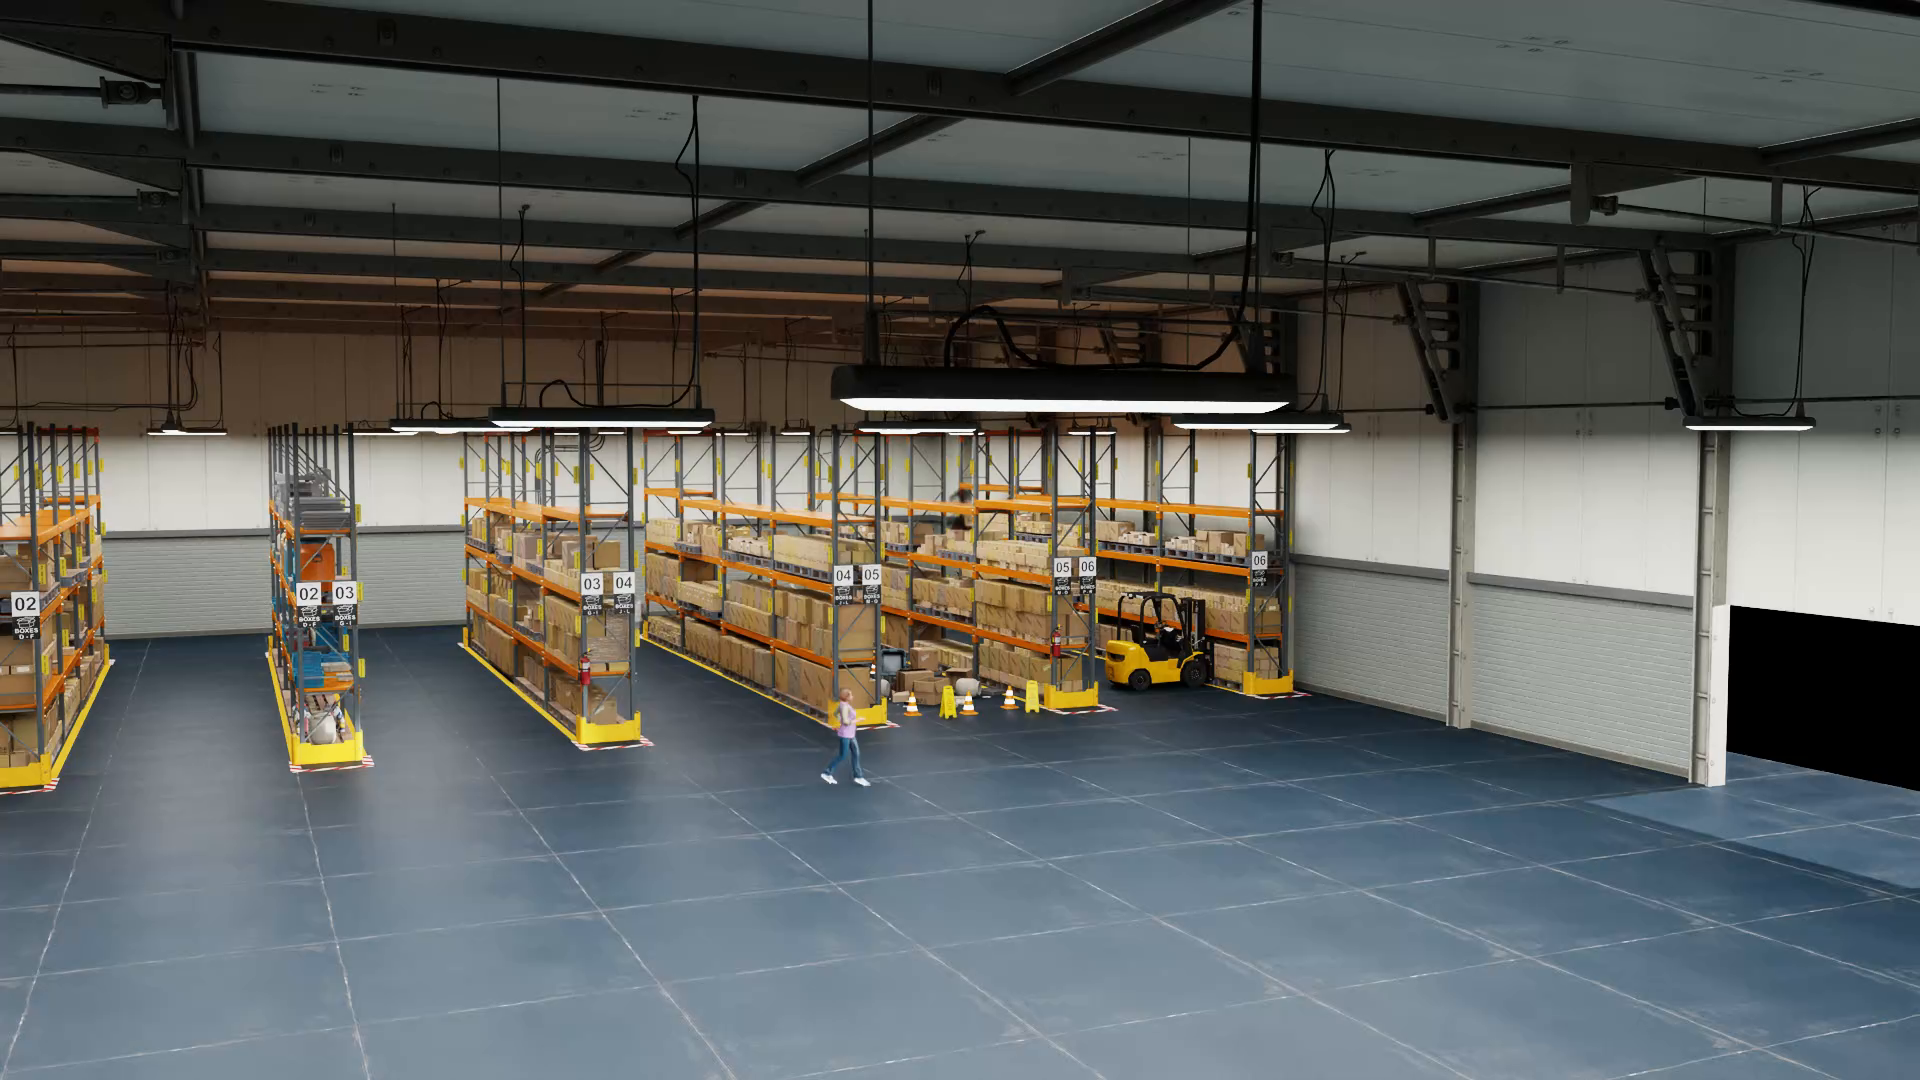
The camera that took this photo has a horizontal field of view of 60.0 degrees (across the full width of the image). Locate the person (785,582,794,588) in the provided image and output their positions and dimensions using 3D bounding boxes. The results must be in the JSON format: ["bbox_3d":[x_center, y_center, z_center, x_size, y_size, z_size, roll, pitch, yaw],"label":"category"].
[{"bbox_3d":[-5.313,1.838,50.932,0.450,1.571,0.563,-1,4,-14],"label":"person"}]

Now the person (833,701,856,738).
[{"bbox_3d":[-1.900,2.934,27.226,0.417,0.571,0.526,0,3,4],"label":"person"}]

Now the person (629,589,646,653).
[{"bbox_3d":[-8.625,2.153,44.072,0.641,1.740,0.629,-1,4,-23],"label":"person"}]
